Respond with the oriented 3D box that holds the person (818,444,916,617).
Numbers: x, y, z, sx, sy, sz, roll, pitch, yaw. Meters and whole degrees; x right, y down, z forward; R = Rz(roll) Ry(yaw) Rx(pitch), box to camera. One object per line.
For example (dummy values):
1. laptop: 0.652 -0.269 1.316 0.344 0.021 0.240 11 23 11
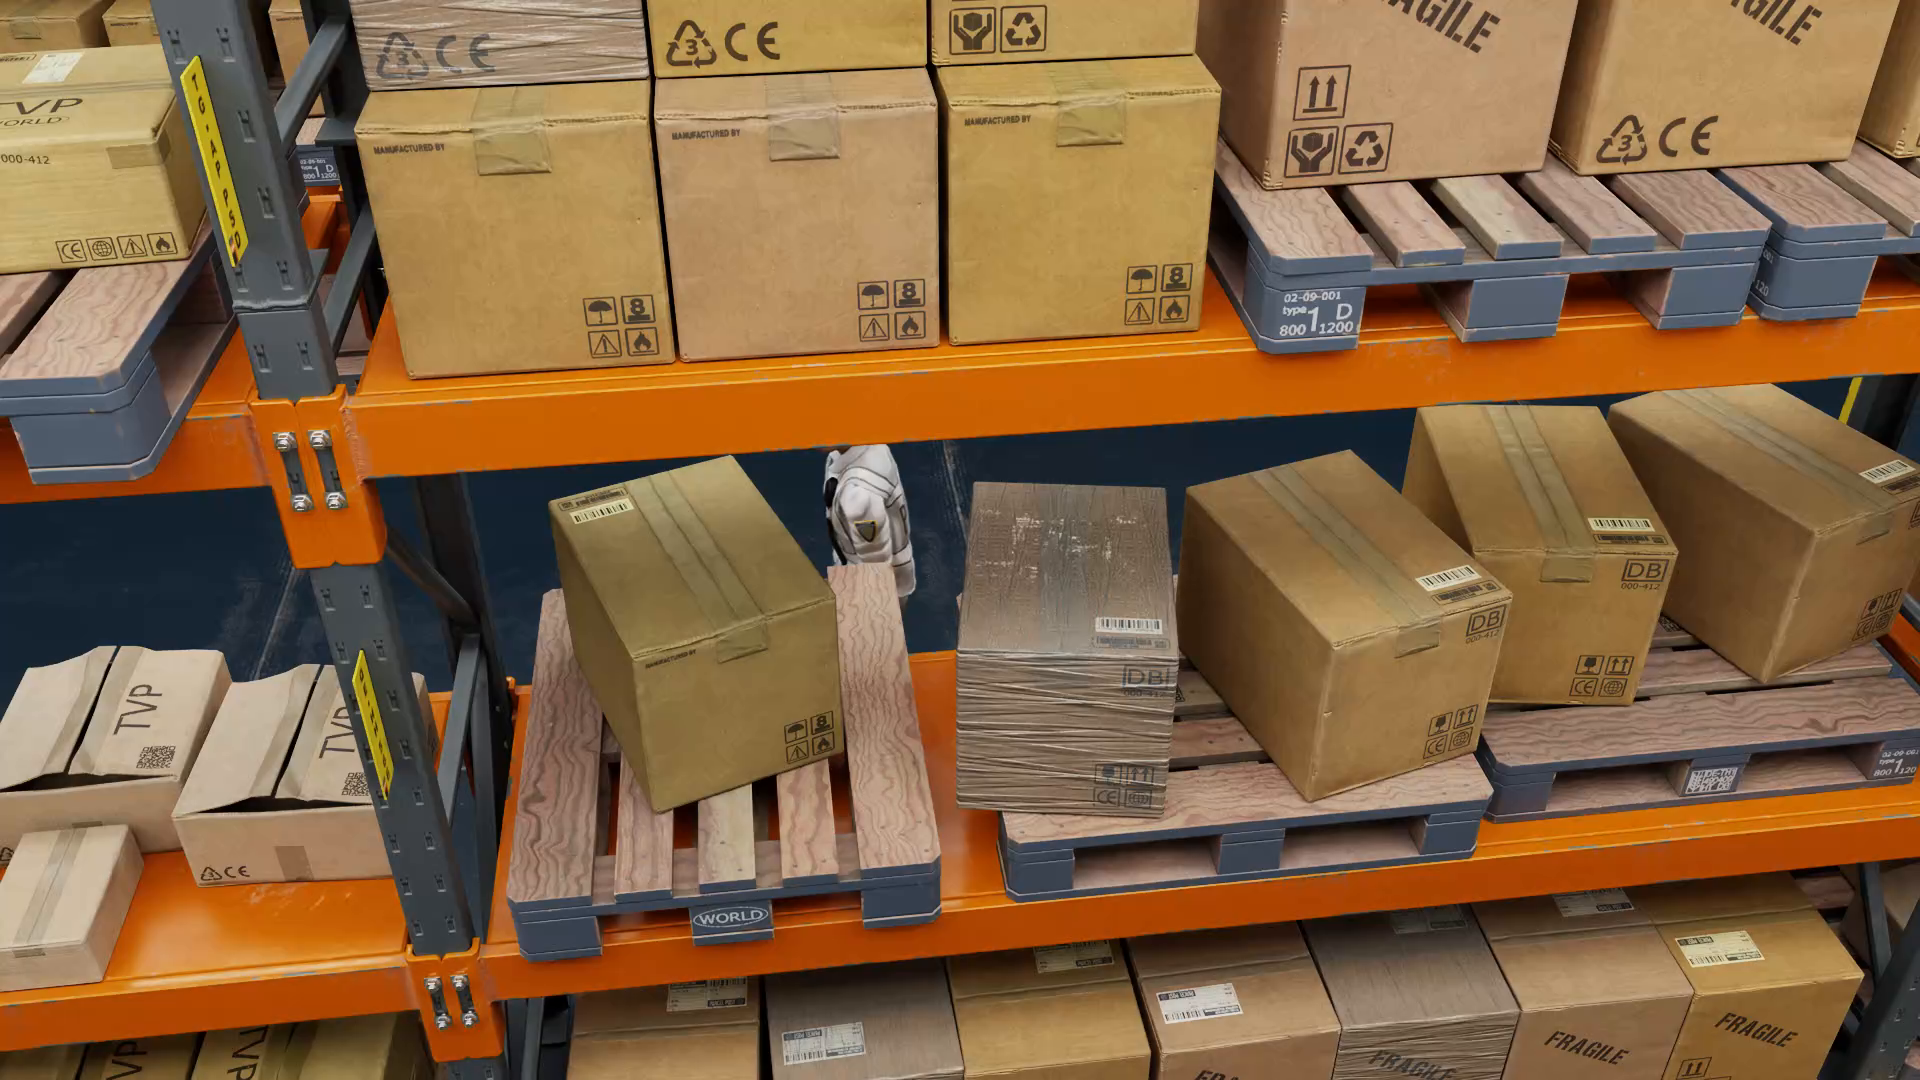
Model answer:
1. person: -0.348 0.156 5.919 0.376 1.663 0.527 -4 35 -6
